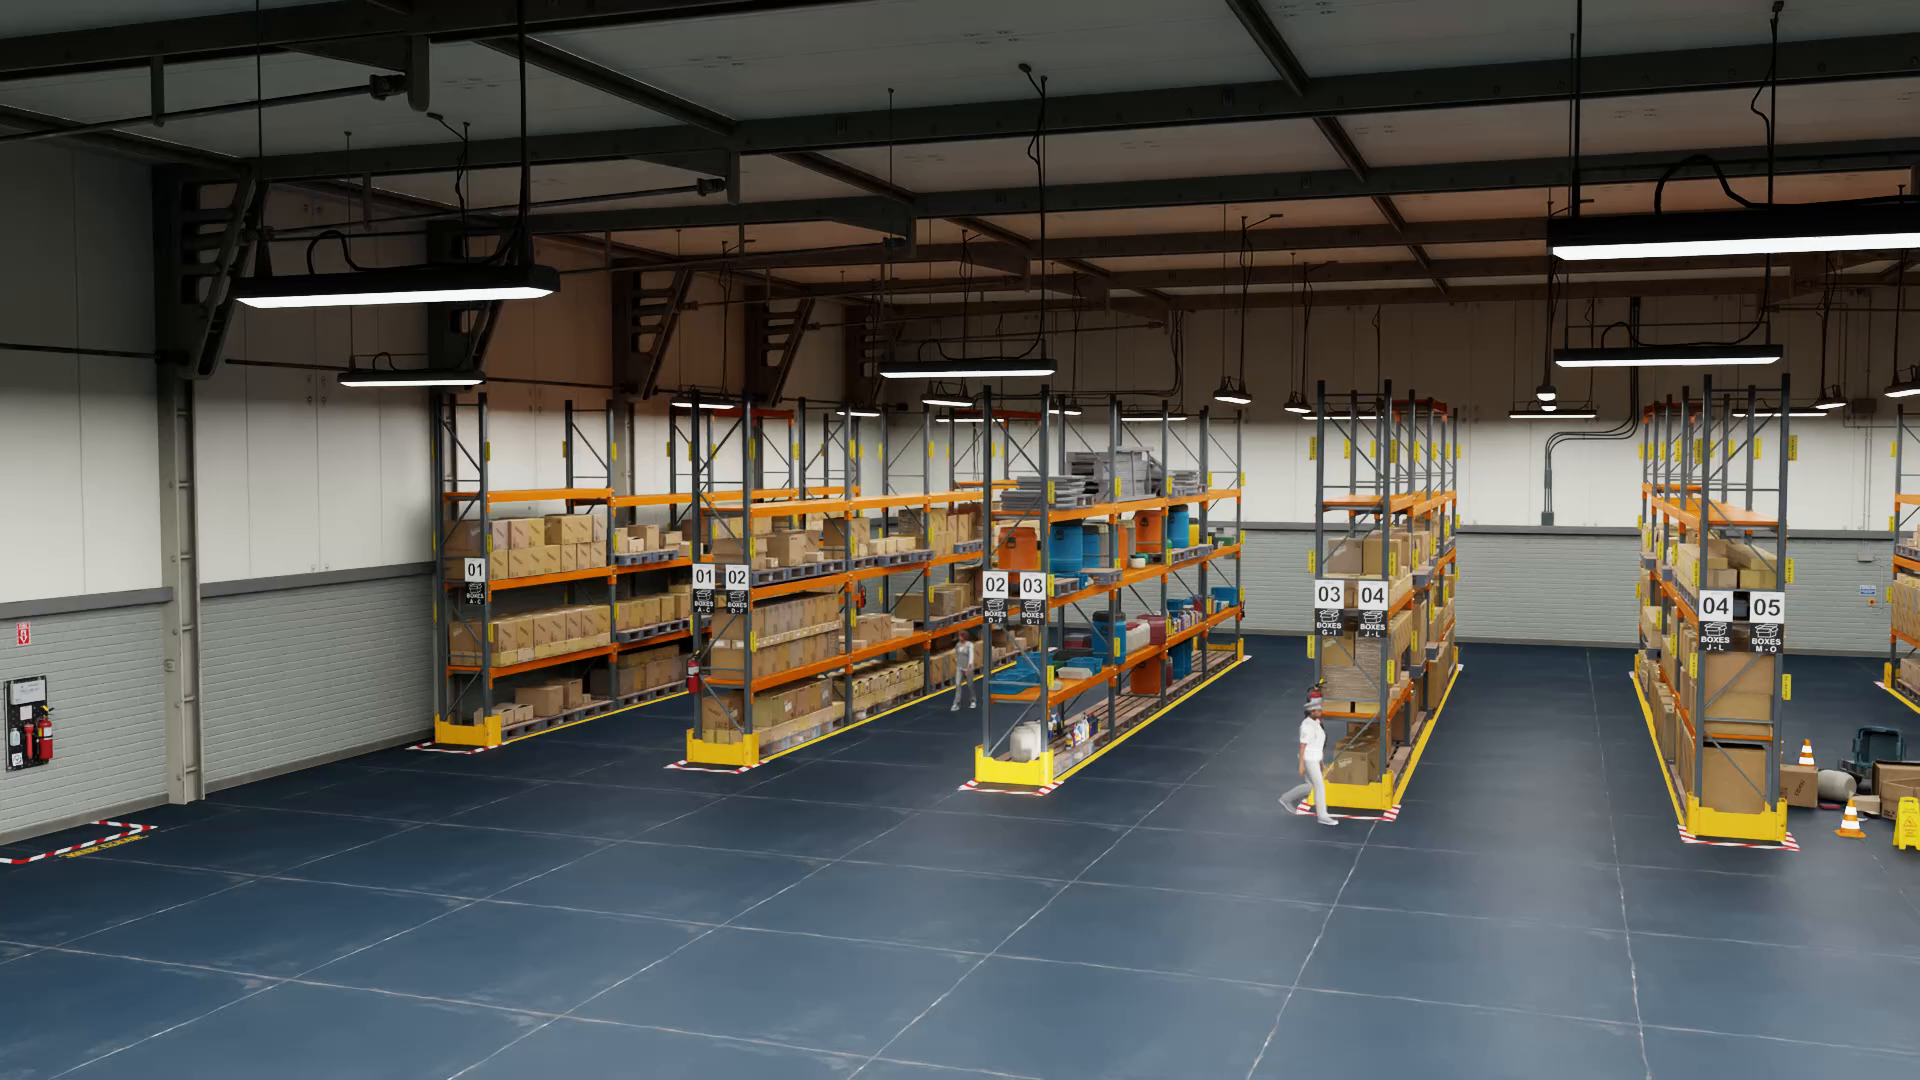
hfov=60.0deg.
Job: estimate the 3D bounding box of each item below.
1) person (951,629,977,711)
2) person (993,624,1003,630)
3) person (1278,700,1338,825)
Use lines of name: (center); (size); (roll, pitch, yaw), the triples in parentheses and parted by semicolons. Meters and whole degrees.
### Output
person: (0.060, 2.500, 31.993); (0.445, 1.558, 0.914); (1, 3, 24)
person: (0.942, 1.788, 43.266); (0.504, 1.790, 0.583); (1, 3, 20)
person: (4.737, 2.976, 22.519); (0.888, 1.638, 0.476); (2, 4, 30)
